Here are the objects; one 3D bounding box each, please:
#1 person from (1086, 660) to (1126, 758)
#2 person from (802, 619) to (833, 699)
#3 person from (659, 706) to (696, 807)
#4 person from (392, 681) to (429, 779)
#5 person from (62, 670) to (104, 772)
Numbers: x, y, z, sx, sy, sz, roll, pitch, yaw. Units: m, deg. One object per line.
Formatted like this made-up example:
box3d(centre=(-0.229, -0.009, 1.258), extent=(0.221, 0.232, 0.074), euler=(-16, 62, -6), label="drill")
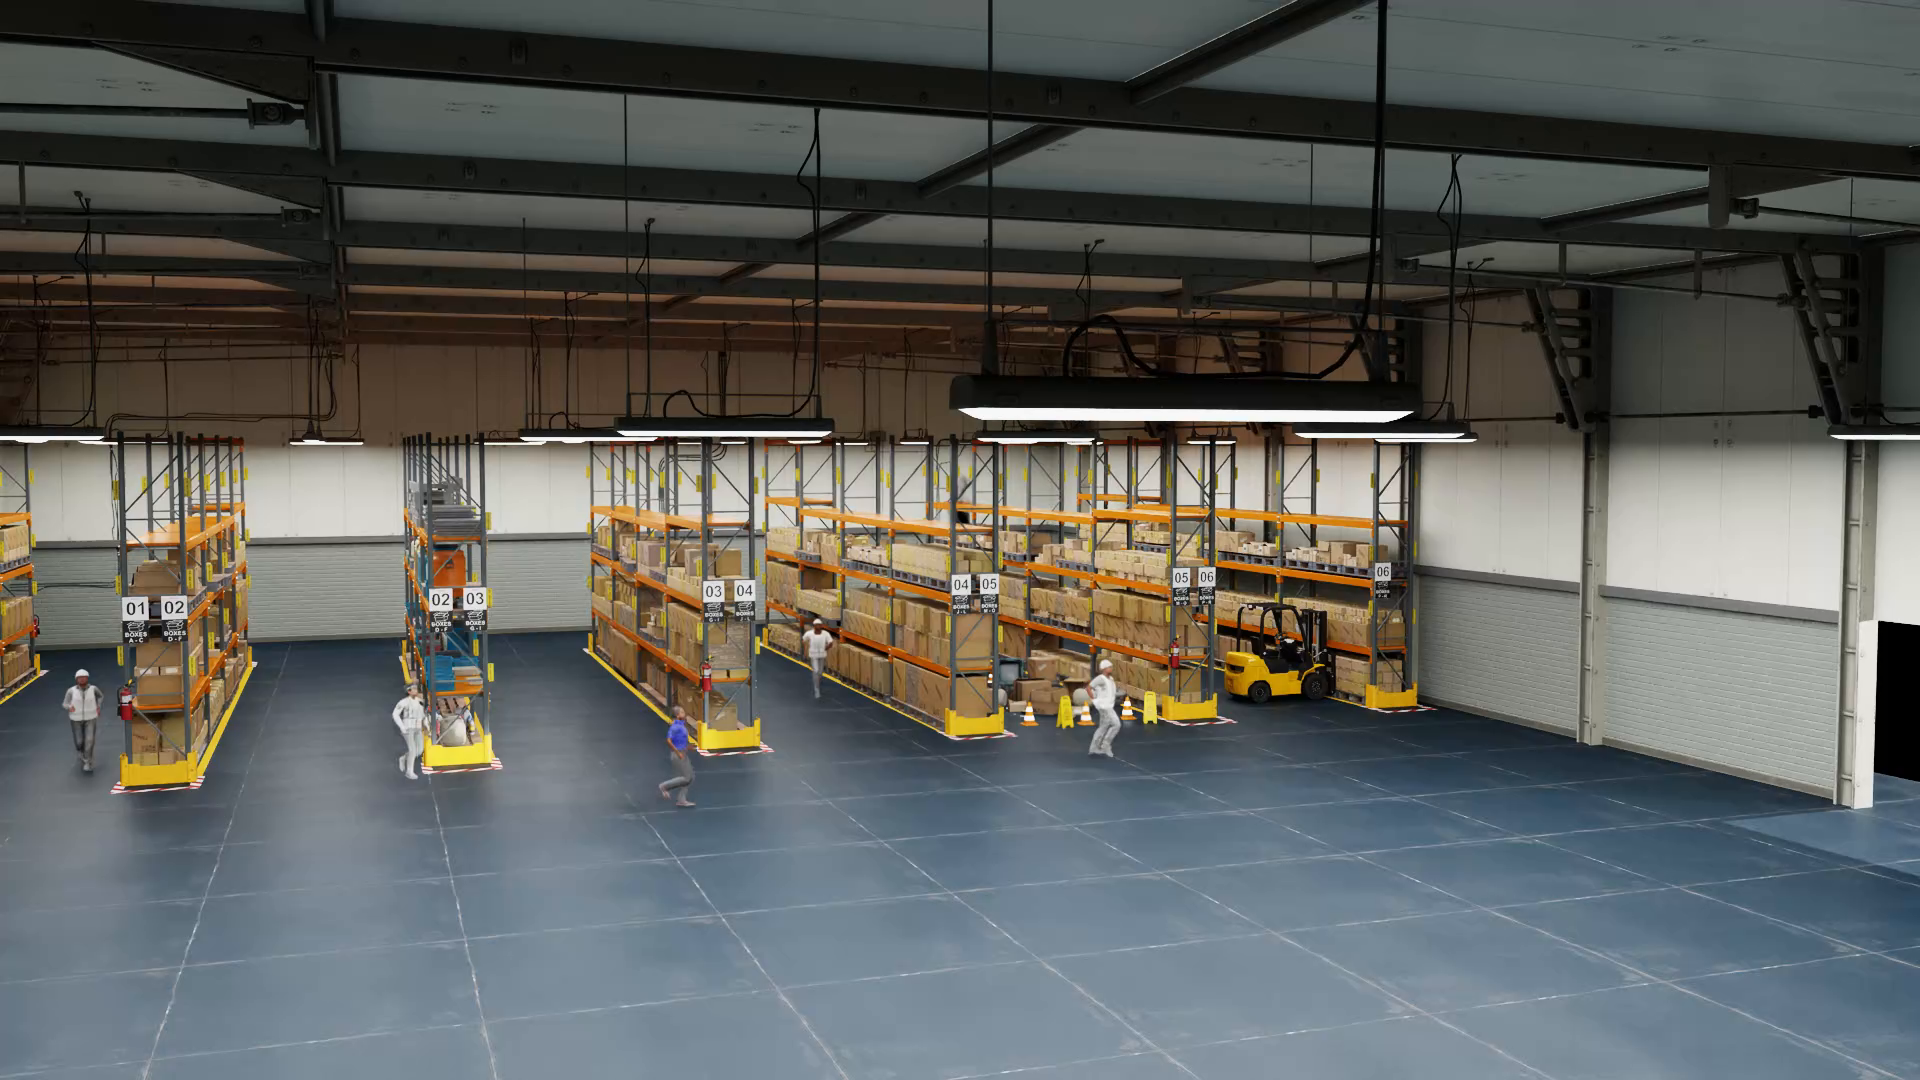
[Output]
box3d(centre=(2.731, 3.123, 30.812), extent=(0.688, 1.798, 0.668), euler=(1, 3, 18), label="person")
box3d(centre=(-3.270, 2.705, 38.385), extent=(0.691, 1.789, 0.895), euler=(-1, 3, -18), label="person")
box3d(centre=(-4.507, 3.497, 26.497), extent=(0.575, 1.511, 0.591), euler=(0, 3, -4), label="person")
box3d(centre=(-9.556, 3.303, 28.995), extent=(0.532, 1.662, 0.665), euler=(2, 4, 36), label="person")
box3d(centre=(-15.615, 3.190, 29.635), extent=(0.661, 1.770, 0.935), euler=(-2, 4, -28), label="person")
